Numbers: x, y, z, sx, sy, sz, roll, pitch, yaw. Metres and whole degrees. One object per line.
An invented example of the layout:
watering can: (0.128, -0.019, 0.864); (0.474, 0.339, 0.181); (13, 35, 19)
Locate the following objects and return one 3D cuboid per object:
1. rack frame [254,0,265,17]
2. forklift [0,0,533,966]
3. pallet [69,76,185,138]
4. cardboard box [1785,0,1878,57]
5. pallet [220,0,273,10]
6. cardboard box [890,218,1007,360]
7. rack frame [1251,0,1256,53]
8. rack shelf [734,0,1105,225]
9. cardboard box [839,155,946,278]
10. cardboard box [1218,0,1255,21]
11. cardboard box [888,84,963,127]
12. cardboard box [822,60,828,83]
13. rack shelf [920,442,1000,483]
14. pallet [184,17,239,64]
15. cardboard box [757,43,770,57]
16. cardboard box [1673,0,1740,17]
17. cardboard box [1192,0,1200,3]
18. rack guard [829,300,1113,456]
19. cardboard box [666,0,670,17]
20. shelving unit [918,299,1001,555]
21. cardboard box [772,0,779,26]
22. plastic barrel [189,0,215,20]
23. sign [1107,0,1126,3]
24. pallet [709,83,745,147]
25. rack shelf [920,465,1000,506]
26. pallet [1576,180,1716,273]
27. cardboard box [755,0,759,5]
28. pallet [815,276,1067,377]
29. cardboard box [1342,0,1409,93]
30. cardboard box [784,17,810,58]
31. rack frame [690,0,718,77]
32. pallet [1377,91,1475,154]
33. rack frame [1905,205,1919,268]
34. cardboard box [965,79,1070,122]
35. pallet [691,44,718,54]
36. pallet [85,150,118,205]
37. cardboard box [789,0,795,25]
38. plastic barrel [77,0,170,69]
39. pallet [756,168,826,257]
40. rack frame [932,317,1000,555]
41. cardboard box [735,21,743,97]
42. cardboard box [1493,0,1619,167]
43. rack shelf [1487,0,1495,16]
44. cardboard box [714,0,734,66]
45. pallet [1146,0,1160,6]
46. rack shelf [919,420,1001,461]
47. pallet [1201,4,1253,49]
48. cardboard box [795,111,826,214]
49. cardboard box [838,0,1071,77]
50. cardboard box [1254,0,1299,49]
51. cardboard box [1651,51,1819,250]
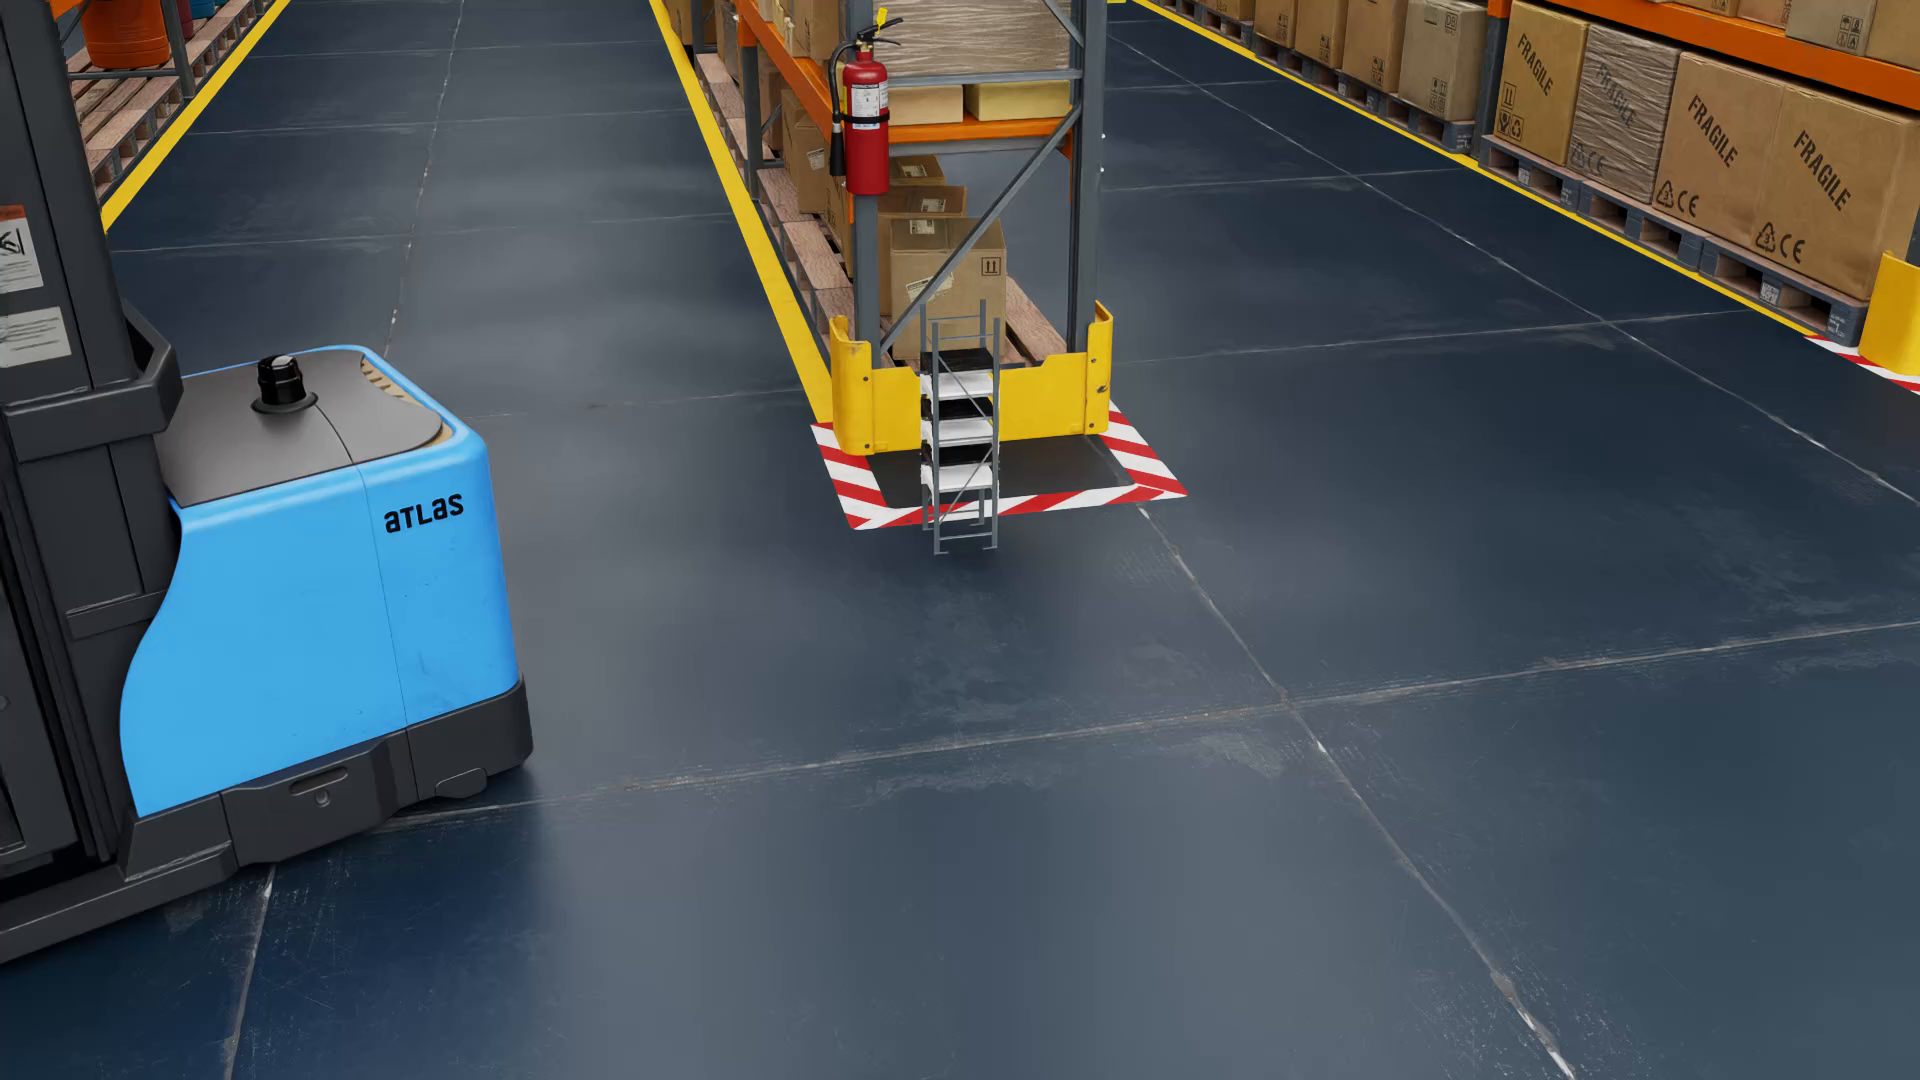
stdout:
rack frame: (-7.464, -6.552, 15.902); (1.000, 3.000, 0.127); (-6, 27, -12)
forklift: (-2.731, -0.392, 3.774); (3.031, 2.935, 1.130); (-19, 32, -33)
pallet: (-6.426, -3.207, 12.370); (1.003, 0.211, 1.213); (-6, 27, -12)
cardboard box: (4.648, -2.711, 8.125); (0.875, 0.550, 0.550); (-6, 27, -12)
pallet: (-7.668, -5.626, 17.162); (1.003, 0.211, 1.213); (-6, 27, -12)
cardboard box: (-0.059, -1.134, 7.476); (0.500, 0.500, 0.500); (-1, 27, -2)
rack frame: (3.118, -5.758, 14.329); (1.000, 3.000, 0.127); (-6, 27, -12)
rack shelf: (-0.385, -2.344, 8.363); (1.077, 0.370, 4.000); (-6, 27, -12)
cardboard box: (-0.349, -1.670, 8.538); (0.500, 0.500, 0.500); (-3, 27, -7)
cardboard box: (2.715, -5.092, 15.318); (0.500, 0.500, 0.500); (-6, 27, -12)
cardboard box: (-0.200, -1.779, 6.724); (0.380, 0.149, 0.250); (-6, 27, -12)
cardboard box: (-0.403, -2.105, 7.369); (0.380, 0.149, 0.250); (-6, 27, -12)
rack shelf: (-0.002, -0.295, 6.110); (0.258, 0.077, 0.200); (-6, 27, -12)
pallet: (-7.052, -4.427, 14.788); (1.003, 0.211, 1.213); (-6, 27, -12)
cardboard box: (-1.042, -3.106, 11.361); (0.700, 0.500, 0.500); (-6, 27, -12)
cardboard box: (4.484, -3.198, 9.090); (0.875, 0.550, 0.500); (-6, 27, -12)
cardboard box: (2.467, -5.551, 16.227); (0.500, 0.500, 0.500); (-7, 28, -14)
rack guard: (0.049, -0.704, 7.091); (1.175, 0.500, 0.348); (-6, 27, -12)
cardboard box: (-2.066, -5.235, 15.185); (1.225, 0.875, 0.875); (-6, 27, -11)
shelving unit: (-0.002, -0.405, 6.054); (0.258, 0.900, 0.210); (-6, 27, -12)
cardboard box: (-0.775, -2.760, 8.667); (0.380, 0.149, 0.250); (-6, 27, -12)
plastic barrel: (-7.199, -5.251, 15.188); (0.600, 0.901, 0.708); (-6, 27, -12)
sign: (0.594, -2.229, 6.376); (0.100, 0.325, 0.005); (-6, 27, -12)
pallet: (-1.291, -3.176, 12.309); (1.003, 0.211, 1.213); (-6, 27, -12)
rack shelf: (-0.002, -0.215, 6.150); (0.258, 0.077, 0.200); (-6, 27, -12)
pallet: (4.393, -1.879, 9.738); (1.003, 0.211, 1.213); (-6, 27, -12)
cardboard box: (-0.953, -3.088, 9.318); (0.380, 0.149, 0.250); (-6, 27, -12)
pallet: (-0.100, -0.936, 7.869); (1.003, 0.211, 1.213); (-6, 27, -12)
cardboard box: (3.578, -3.873, 12.624); (1.050, 0.750, 0.750); (-6, 27, -12)
cardboard box: (-0.640, -2.427, 8.008); (0.380, 0.149, 0.250); (-6, 27, -12)
rack frame: (-1.737, -5.299, 13.419); (1.000, 3.000, 0.127); (-6, 27, -12)
pallet: (3.772, -3.088, 12.135); (1.003, 0.211, 1.213); (-6, 27, -12)
rack frame: (4.921, -2.246, 7.371); (1.000, 3.000, 0.127); (-6, 27, -12)
cardboard box: (0.234, -1.824, 6.814); (0.380, 0.149, 0.250); (-6, 27, -12)
pallet: (-1.841, -4.408, 14.749); (1.003, 0.211, 1.213); (-6, 27, -12)
pallet: (-5.876, -2.136, 10.247); (1.003, 0.211, 1.213); (-6, 27, -12)
cardboard box: (-0.332, -2.640, 7.710); (0.875, 0.500, 0.500); (-6, 27, -12)
plastic barrel: (-6.690, -4.228, 13.239); (0.600, 0.830, 0.708); (-6, 27, -12)
pallet: (-0.650, -2.007, 9.992); (1.003, 0.211, 1.213); (-6, 27, -12)
rack frame: (0.021, -0.361, 5.966); (0.240, 0.900, 0.006); (-6, 27, -12)
cardboard box: (-1.295, -3.597, 12.333); (0.700, 0.500, 0.500); (-4, 27, -7)
cardboard box: (4.093, -2.958, 10.673); (0.875, 0.875, 0.875); (-6, 27, -11)
rack shelf: (3.569, -4.559, 12.752); (1.077, 0.370, 4.000); (-6, 27, -12)
cardboard box: (-1.567, -4.087, 13.305); (0.700, 0.500, 0.500); (-7, 28, -14)
pallet: (2.393, -5.928, 17.760); (1.003, 0.211, 1.213); (-6, 27, -12)
rack shelf: (-0.002, -0.376, 6.069); (0.258, 0.077, 0.200); (-6, 27, -12)
pallet: (2.943, -4.857, 15.638); (1.003, 0.211, 1.213); (-6, 27, -12)
cardboard box: (-0.648, -2.184, 9.556); (0.500, 0.500, 0.500); (2, 27, 5)
cardboard box: (-0.031, -2.209, 6.856); (0.875, 0.500, 0.500); (-6, 27, -12)
cardboard box: (3.168, -4.665, 14.194); (1.050, 0.750, 0.750); (-6, 27, -12)
cardboard box: (4.503, -2.162, 9.097); (0.875, 0.875, 0.875); (-6, 27, -12)
